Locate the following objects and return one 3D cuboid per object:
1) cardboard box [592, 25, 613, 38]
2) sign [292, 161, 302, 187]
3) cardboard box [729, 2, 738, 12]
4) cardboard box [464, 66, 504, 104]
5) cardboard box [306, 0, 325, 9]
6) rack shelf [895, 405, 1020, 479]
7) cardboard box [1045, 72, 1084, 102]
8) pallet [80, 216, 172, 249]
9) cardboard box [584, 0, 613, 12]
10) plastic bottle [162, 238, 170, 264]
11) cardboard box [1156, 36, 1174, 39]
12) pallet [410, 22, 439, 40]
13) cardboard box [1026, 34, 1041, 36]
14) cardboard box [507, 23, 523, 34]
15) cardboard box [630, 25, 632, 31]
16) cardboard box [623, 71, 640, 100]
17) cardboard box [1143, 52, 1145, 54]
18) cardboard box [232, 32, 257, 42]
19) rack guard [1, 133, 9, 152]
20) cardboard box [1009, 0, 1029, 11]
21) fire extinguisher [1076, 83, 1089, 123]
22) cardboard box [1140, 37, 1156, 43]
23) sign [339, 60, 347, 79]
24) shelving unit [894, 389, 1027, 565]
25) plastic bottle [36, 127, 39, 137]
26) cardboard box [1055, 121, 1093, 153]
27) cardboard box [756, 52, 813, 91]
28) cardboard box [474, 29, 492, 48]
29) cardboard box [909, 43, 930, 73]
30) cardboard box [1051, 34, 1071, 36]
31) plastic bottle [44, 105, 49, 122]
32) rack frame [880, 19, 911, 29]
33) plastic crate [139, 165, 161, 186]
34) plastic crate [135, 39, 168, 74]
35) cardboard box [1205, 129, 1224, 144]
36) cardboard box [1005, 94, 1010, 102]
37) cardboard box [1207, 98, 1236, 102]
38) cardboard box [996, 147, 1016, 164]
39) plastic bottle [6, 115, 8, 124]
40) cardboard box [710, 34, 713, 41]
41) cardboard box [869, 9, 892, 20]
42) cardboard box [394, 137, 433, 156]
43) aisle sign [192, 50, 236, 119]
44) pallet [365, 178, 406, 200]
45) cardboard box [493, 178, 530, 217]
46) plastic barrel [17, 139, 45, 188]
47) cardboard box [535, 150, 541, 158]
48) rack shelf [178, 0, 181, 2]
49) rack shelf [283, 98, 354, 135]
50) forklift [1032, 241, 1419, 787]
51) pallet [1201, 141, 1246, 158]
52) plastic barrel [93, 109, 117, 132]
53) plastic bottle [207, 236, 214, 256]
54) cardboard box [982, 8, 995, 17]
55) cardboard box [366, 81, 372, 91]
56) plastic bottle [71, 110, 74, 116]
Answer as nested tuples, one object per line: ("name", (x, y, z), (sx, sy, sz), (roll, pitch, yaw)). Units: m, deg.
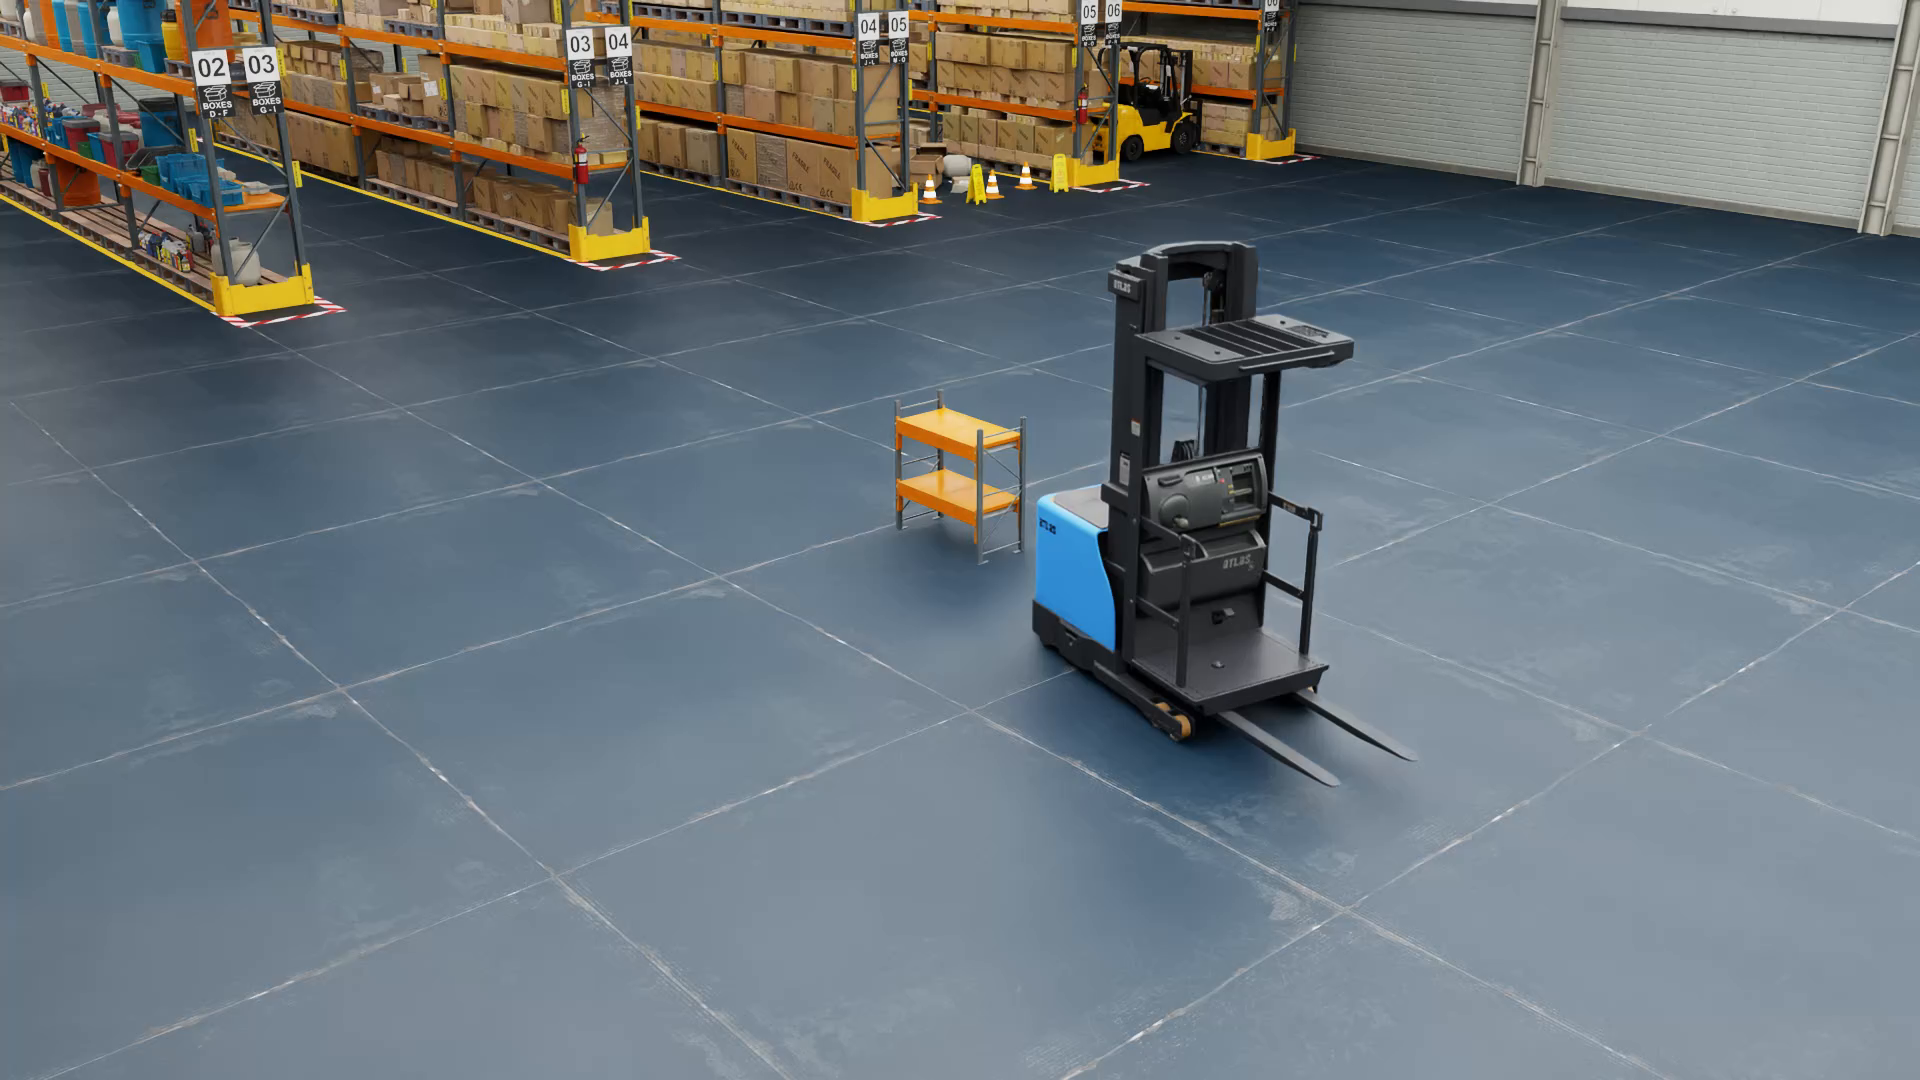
("cardboard box", (-5.070, -7.195, 23.514), (0.380, 0.149, 0.250), (-18, 27, -38))
("sign", (-8.398, -4.631, 21.042), (0.100, 0.325, 0.005), (-17, 27, -37))
("cardboard box", (-3.702, -9.079, 28.295), (0.380, 0.149, 0.250), (-17, 27, -37))
("cardboard box", (-7.247, -6.985, 25.514), (0.500, 0.500, 0.500), (-17, 27, -37))
("cardboard box", (-11.370, -9.770, 29.715), (0.500, 0.500, 0.500), (-16, 26, -35))
("rack shelf", (-0.004, -0.798, 13.403), (0.538, 0.278, 1.000), (-17, 27, -37))
("cardboard box", (1.880, -8.180, 29.938), (0.500, 0.500, 0.500), (-18, 28, -38))
("pallet", (-12.771, -4.724, 25.483), (1.003, 0.211, 1.213), (-17, 27, -37))
("cardboard box", (-7.029, -10.455, 32.041), (0.500, 0.500, 0.500), (-17, 27, -37))
("plastic bottle", (-10.815, -3.958, 22.731), (0.144, 0.351, 0.185), (-18, 27, -38))
("cardboard box", (4.342, -10.520, 35.023), (0.380, 0.149, 0.250), (-18, 28, -38))
("pallet", (-7.998, -8.162, 26.580), (1.213, 0.211, 1.003), (-17, 27, -37))
("cardboard box", (1.693, -11.224, 37.228), (0.380, 0.149, 0.250), (-17, 27, -37))
("cardboard box", (-6.326, -7.428, 24.107), (0.380, 0.149, 0.250), (-19, 28, -40))
("cardboard box", (-7.904, -12.643, 40.369), (0.500, 0.500, 0.500), (-18, 28, -39))
("cardboard box", (-6.041, -8.633, 31.502), (0.500, 0.500, 0.500), (-18, 28, -38))
("cardboard box", (3.960, -10.260, 34.766), (0.380, 0.149, 0.250), (-18, 27, -38))
("cardboard box", (-14.992, -10.318, 34.710), (0.500, 0.500, 0.500), (-17, 27, -37))
("rack guard", (-19.287, -7.633, 32.512), (1.175, 0.500, 0.348), (-17, 27, -37))
("cardboard box", (1.235, -9.735, 30.137), (0.500, 0.250, 0.500), (-17, 27, -36))
("fire extinguisher", (2.168, -7.733, 29.448), (0.296, 0.674, 0.183), (-17, 27, -37))
("cardboard box", (3.985, -10.408, 34.736), (0.380, 0.149, 0.250), (-18, 28, -38))
("sign", (-10.705, -8.168, 28.864), (0.100, 0.325, 0.005), (-17, 27, -37))
("shelving unit", (-0.004, -0.526, 13.510), (0.538, 1.125, 1.048), (-17, 27, -37))
("plastic bottle", (-14.688, -6.537, 26.559), (0.097, 0.201, 0.097), (0, 21, 0))
("cardboard box", (2.110, -7.470, 30.836), (0.500, 0.500, 0.500), (-19, 28, -39))
("cardboard box", (-2.942, -7.966, 28.249), (0.875, 0.550, 0.550), (-17, 27, -37))
("cardboard box", (-6.911, -7.514, 24.873), (0.500, 0.250, 0.500), (-19, 28, -39))
("cardboard box", (-0.644, -9.470, 32.654), (0.500, 0.500, 0.500), (-18, 28, -38))
("cardboard box", (2.273, -11.288, 37.390), (0.380, 0.149, 0.250), (-18, 28, -38))
("plastic bottle", (-15.575, -7.284, 28.370), (0.097, 0.271, 0.097), (0, 21, 0))
("rack frame", (-1.633, -12.409, 41.279), (1.000, 3.000, 0.127), (-17, 27, -37))
("plastic crate", (-10.756, -4.937, 22.492), (0.450, 0.188, 0.662), (-17, 27, -37))
("plastic crate", (-10.290, -6.217, 21.379), (0.392, 0.384, 0.575), (-17, 27, -37))
("cardboard box", (5.337, -8.203, 33.735), (0.500, 0.250, 0.500), (-17, 27, -37))
("cardboard box", (1.053, -8.273, 31.064), (0.380, 0.149, 0.250), (-17, 27, -37))
("cardboard box", (5.383, -8.930, 34.220), (0.500, 0.250, 0.500), (-18, 27, -38))
("cardboard box", (1.033, -7.274, 31.362), (0.500, 0.250, 0.500), (-19, 28, -39))
("plastic bottle", (-15.977, -7.083, 27.952), (0.097, 0.201, 0.097), (0, 21, 0))
("cardboard box", (-5.321, -11.548, 37.574), (0.500, 0.500, 0.500), (-17, 27, -37))
("cardboard box", (-1.222, -8.397, 26.555), (0.380, 0.149, 0.250), (-17, 27, -37))
("cardboard box", (-9.473, -6.830, 28.831), (0.500, 0.250, 0.500), (-14, 25, -32))
("aisle sign", (-8.995, -5.493, 20.056), (0.394, 0.787, 0.004), (-17, 27, -37))
("pallet", (-9.778, -6.247, 29.371), (1.003, 0.211, 1.213), (-17, 27, -37))
("cardboard box", (-7.066, -5.412, 26.266), (0.500, 0.500, 0.500), (-9, 23, -21))
("plastic barrel", (-15.846, -6.557, 28.638), (0.600, 0.901, 0.708), (-17, 27, -37))
("cardboard box", (-6.056, -5.742, 24.602), (0.380, 0.149, 0.250), (-17, 27, -37))
("rack shelf", (-10.123, -7.197, 21.282), (1.077, 0.370, 4.000), (-17, 27, -37))
("rack shelf", (-11.592, -7.980, 30.957), (1.077, 0.370, 4.000), (-17, 27, -37))
("forklift", (1.679, -0.288, 10.425), (1.130, 2.935, 3.031), (-12, 24, -27))
("pallet", (5.670, -7.996, 33.837), (1.003, 0.211, 1.213), (-17, 27, -37))
("plastic barrel", (-13.206, -6.402, 25.788), (0.421, 0.512, 0.421), (0, 21, 0))
("plastic bottle", (-10.431, -4.095, 23.173), (0.061, 0.283, 0.133), (-17, 27, -37))
("cardboard box", (0.624, -9.774, 30.783), (0.380, 0.149, 0.250), (-18, 28, -38))
("cardboard box", (-10.398, -8.008, 29.905), (0.500, 0.500, 0.500), (-16, 27, -36))
("plastic bottle", (-14.735, -7.013, 27.680), (0.097, 0.271, 0.097), (0, 21, 0))
